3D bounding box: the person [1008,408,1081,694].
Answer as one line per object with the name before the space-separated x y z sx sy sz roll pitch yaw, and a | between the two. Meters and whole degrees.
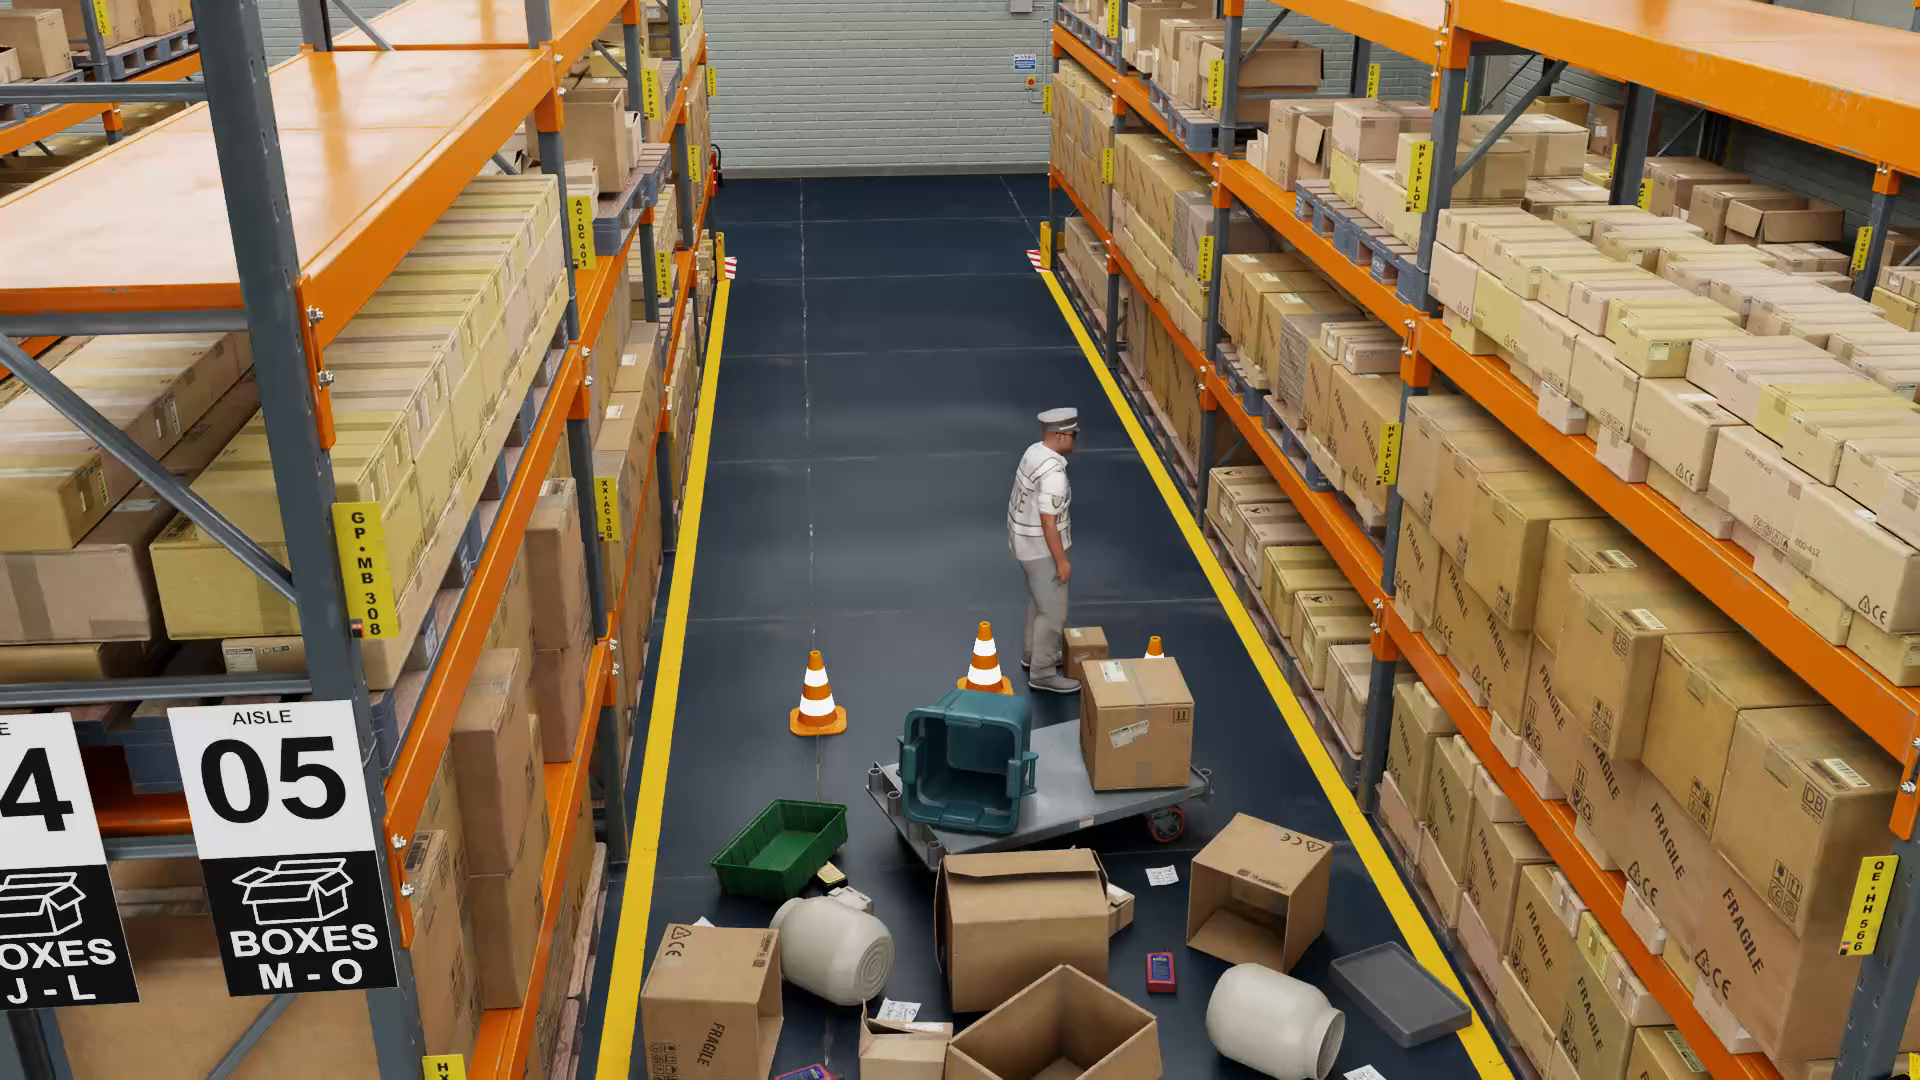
person | 0.519 0.043 10.214 0.435 1.751 0.605 -3 24 -8
